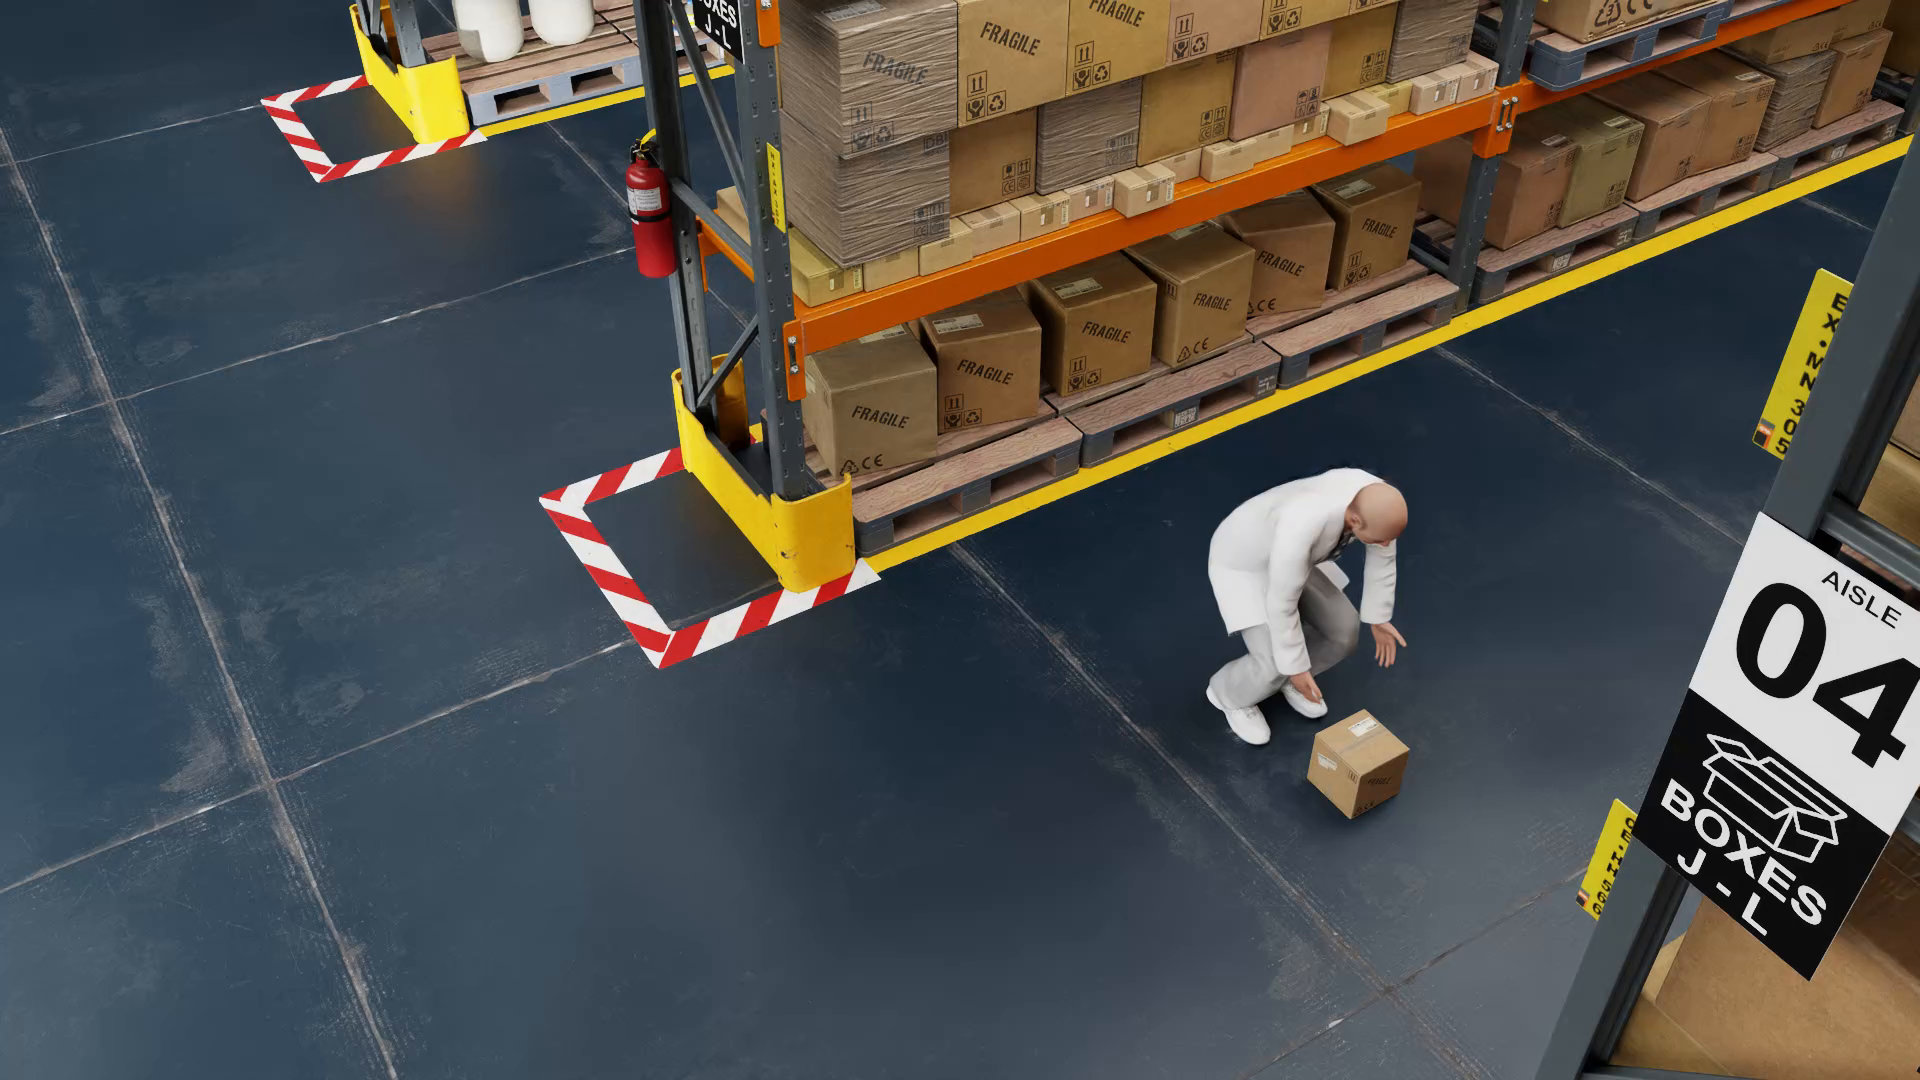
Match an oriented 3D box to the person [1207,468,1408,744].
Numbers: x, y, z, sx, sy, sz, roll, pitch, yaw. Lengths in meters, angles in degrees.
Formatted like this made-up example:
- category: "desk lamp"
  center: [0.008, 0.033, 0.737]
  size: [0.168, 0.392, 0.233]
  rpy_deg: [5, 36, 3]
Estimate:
- category: "person"
  center: [1.296, 0.183, 6.300]
  size: [0.634, 1.332, 0.766]
  rpy_deg: [-22, 45, -24]
